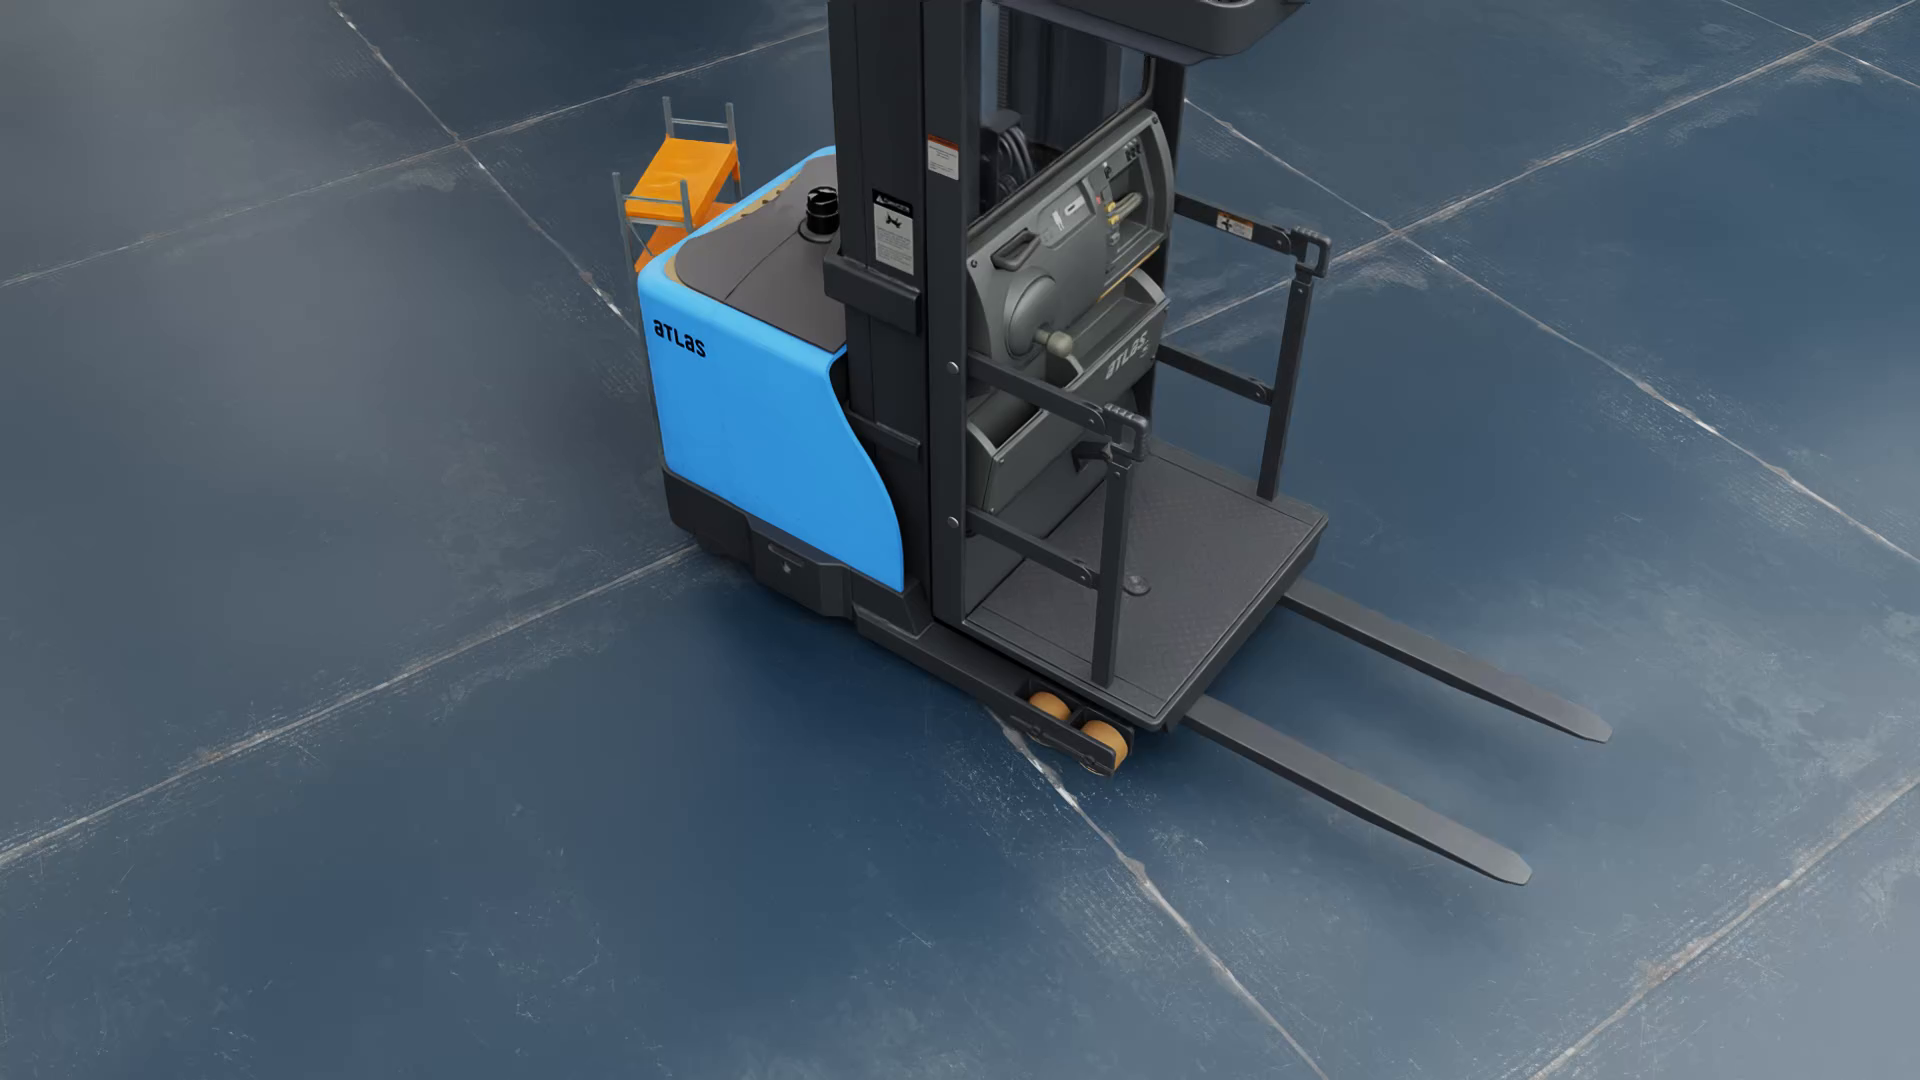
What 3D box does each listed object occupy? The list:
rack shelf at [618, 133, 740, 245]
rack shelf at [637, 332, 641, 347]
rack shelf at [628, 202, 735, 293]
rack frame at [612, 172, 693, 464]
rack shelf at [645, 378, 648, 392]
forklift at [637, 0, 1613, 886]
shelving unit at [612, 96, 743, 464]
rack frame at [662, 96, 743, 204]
[{"bbox_3d":[-0.924,-1.151,5.517,0.258,0.148,0.480,8,44,8],"label":"rack shelf"},{"bbox_3d":[-0.924,-0.818,5.835,0.258,0.148,0.480,8,44,8],"label":"rack shelf"},{"bbox_3d":[-0.924,-0.979,5.681,0.258,0.148,0.480,8,44,8],"label":"rack shelf"},{"bbox_3d":[-0.972,-0.701,5.615,0.240,1.200,0.015,8,44,8],"label":"rack frame"},{"bbox_3d":[-0.924,-0.674,5.972,0.258,0.148,0.480,8,44,8],"label":"rack shelf"},{"bbox_3d":[0.486,-0.773,4.437,3.031,2.935,1.130,27,50,25],"label":"forklift"},{"bbox_3d":[-0.924,-0.866,5.789,0.258,1.200,0.503,8,44,8],"label":"shelving unit"},{"bbox_3d":[-0.876,-1.032,5.962,0.240,1.200,0.015,8,44,8],"label":"rack frame"}]
